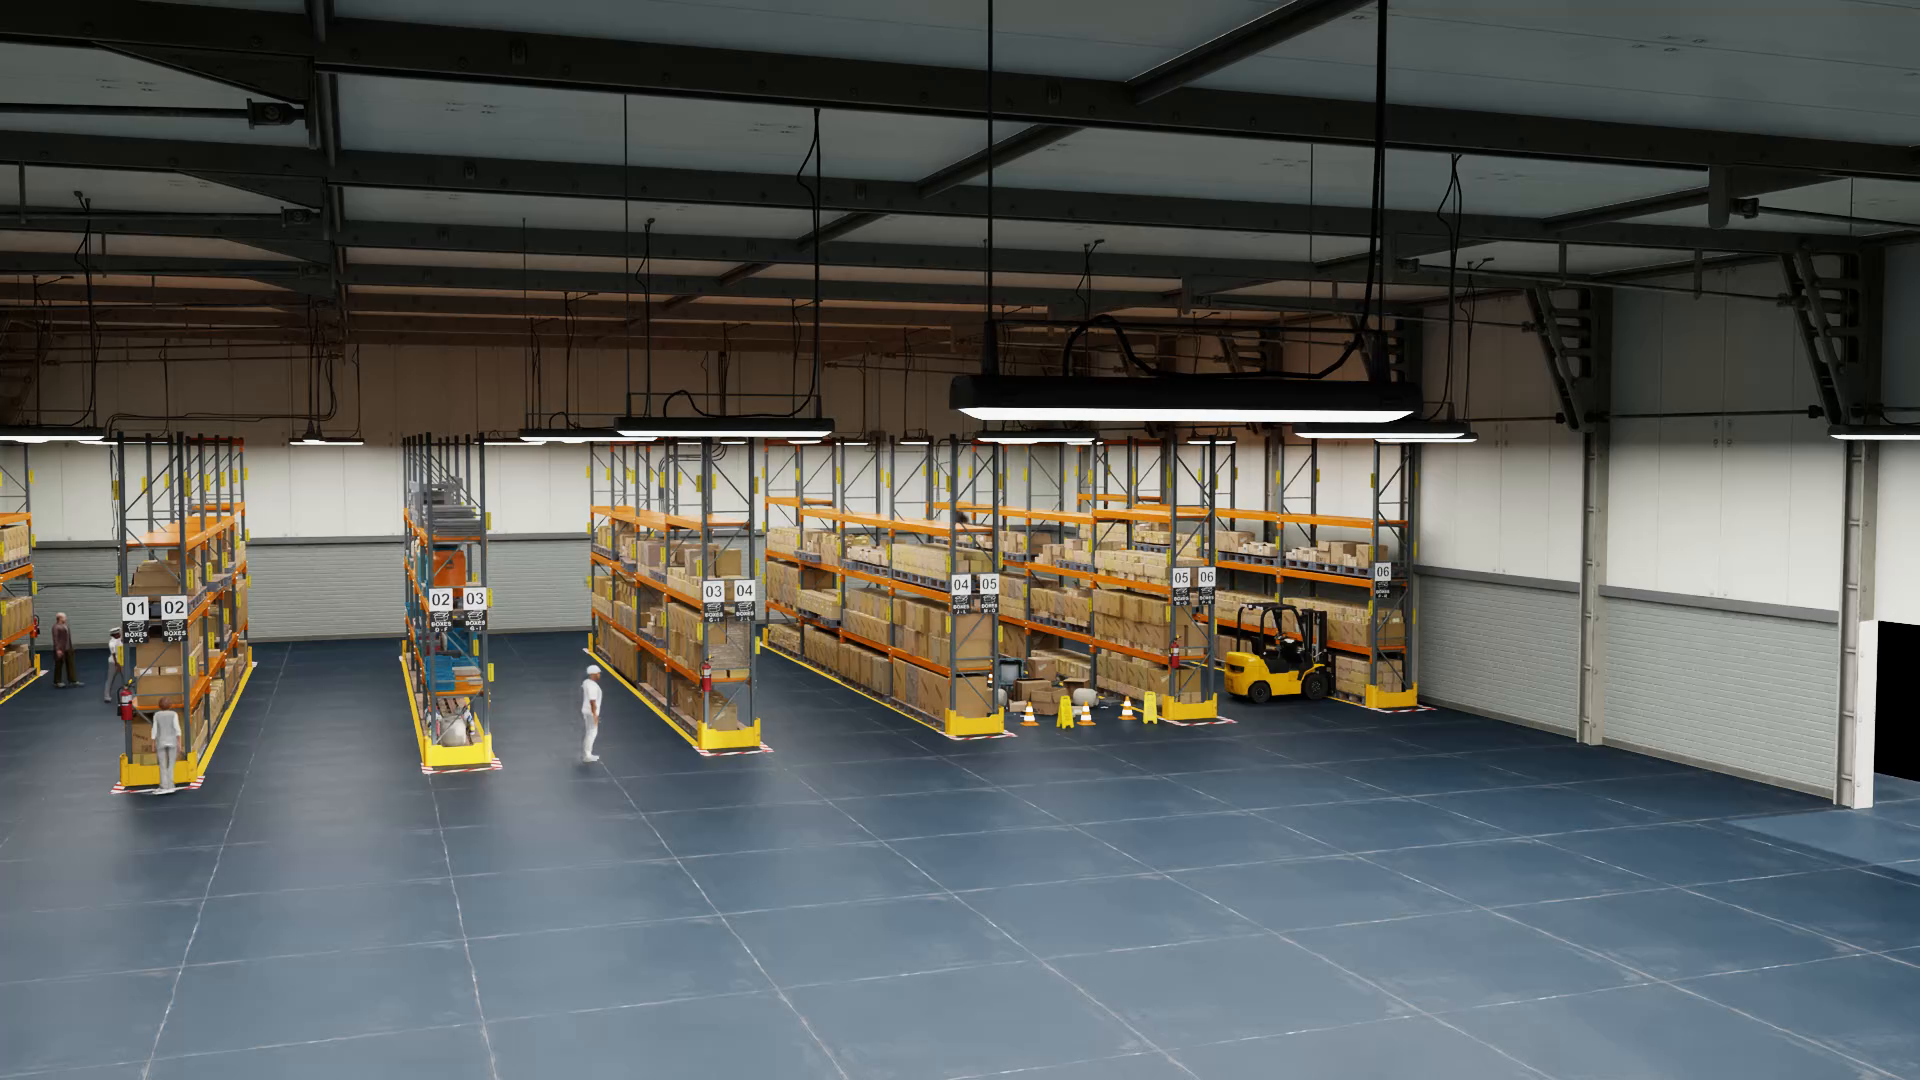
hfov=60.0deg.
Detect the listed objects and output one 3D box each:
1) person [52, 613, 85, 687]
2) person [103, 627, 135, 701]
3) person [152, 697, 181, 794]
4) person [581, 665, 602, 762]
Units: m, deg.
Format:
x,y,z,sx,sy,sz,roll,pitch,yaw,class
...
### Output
x,y,z,sx,sy,sz,roll,pitch,yaw,class
-21.410,2.631,39.791,0.657,1.778,0.619,1,3,17,person
-19.053,2.800,37.731,0.608,1.683,0.646,0,3,9,person
-13.134,3.399,27.512,0.462,1.615,0.351,-1,3,-17,person
-6.708,3.162,30.311,0.403,1.761,0.700,-1,3,-13,person
